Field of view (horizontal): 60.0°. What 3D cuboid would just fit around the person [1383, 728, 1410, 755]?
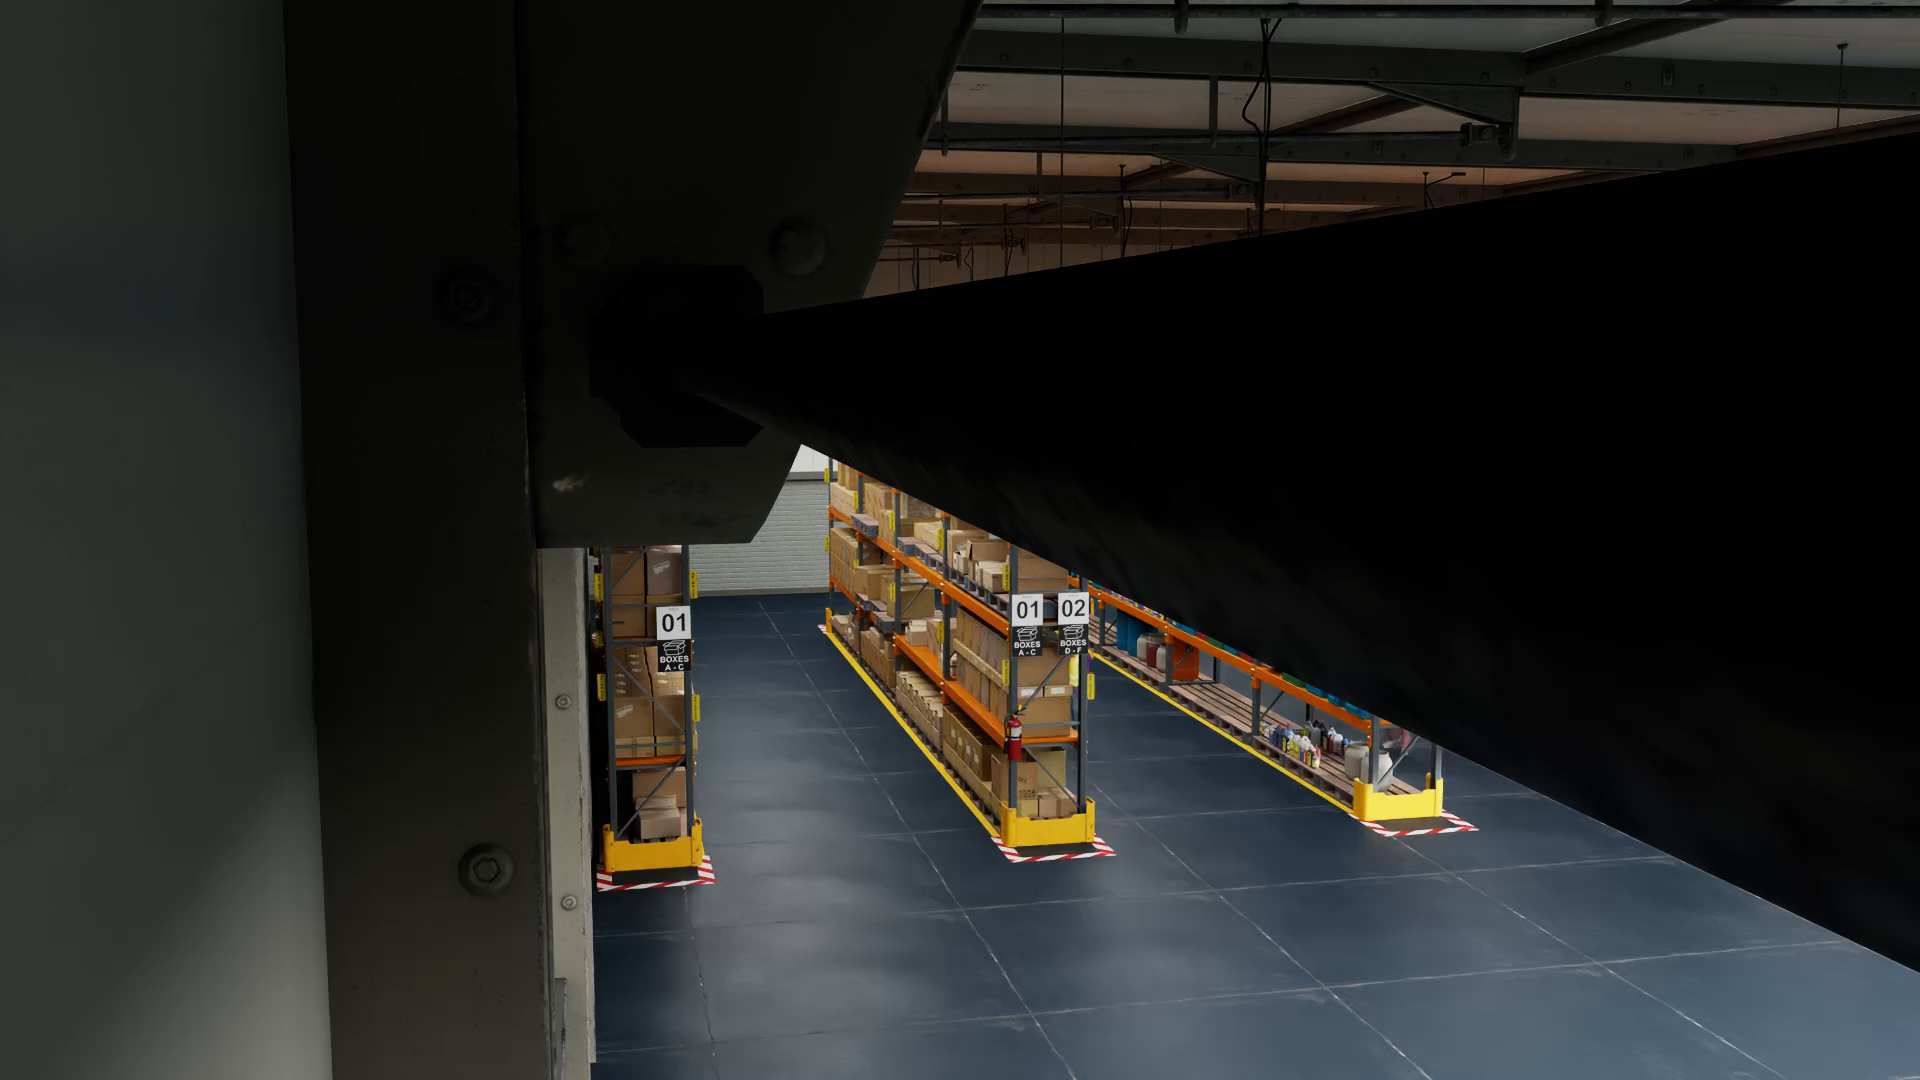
[{"bbox_3d":[6.807,2.454,25.731,0.555,1.670,0.446,7,9,44],"label":"person"}]

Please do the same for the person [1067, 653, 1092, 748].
[{"bbox_3d":[1.772,2.351,26.312,0.595,1.766,0.586,5,9,38],"label":"person"}]
